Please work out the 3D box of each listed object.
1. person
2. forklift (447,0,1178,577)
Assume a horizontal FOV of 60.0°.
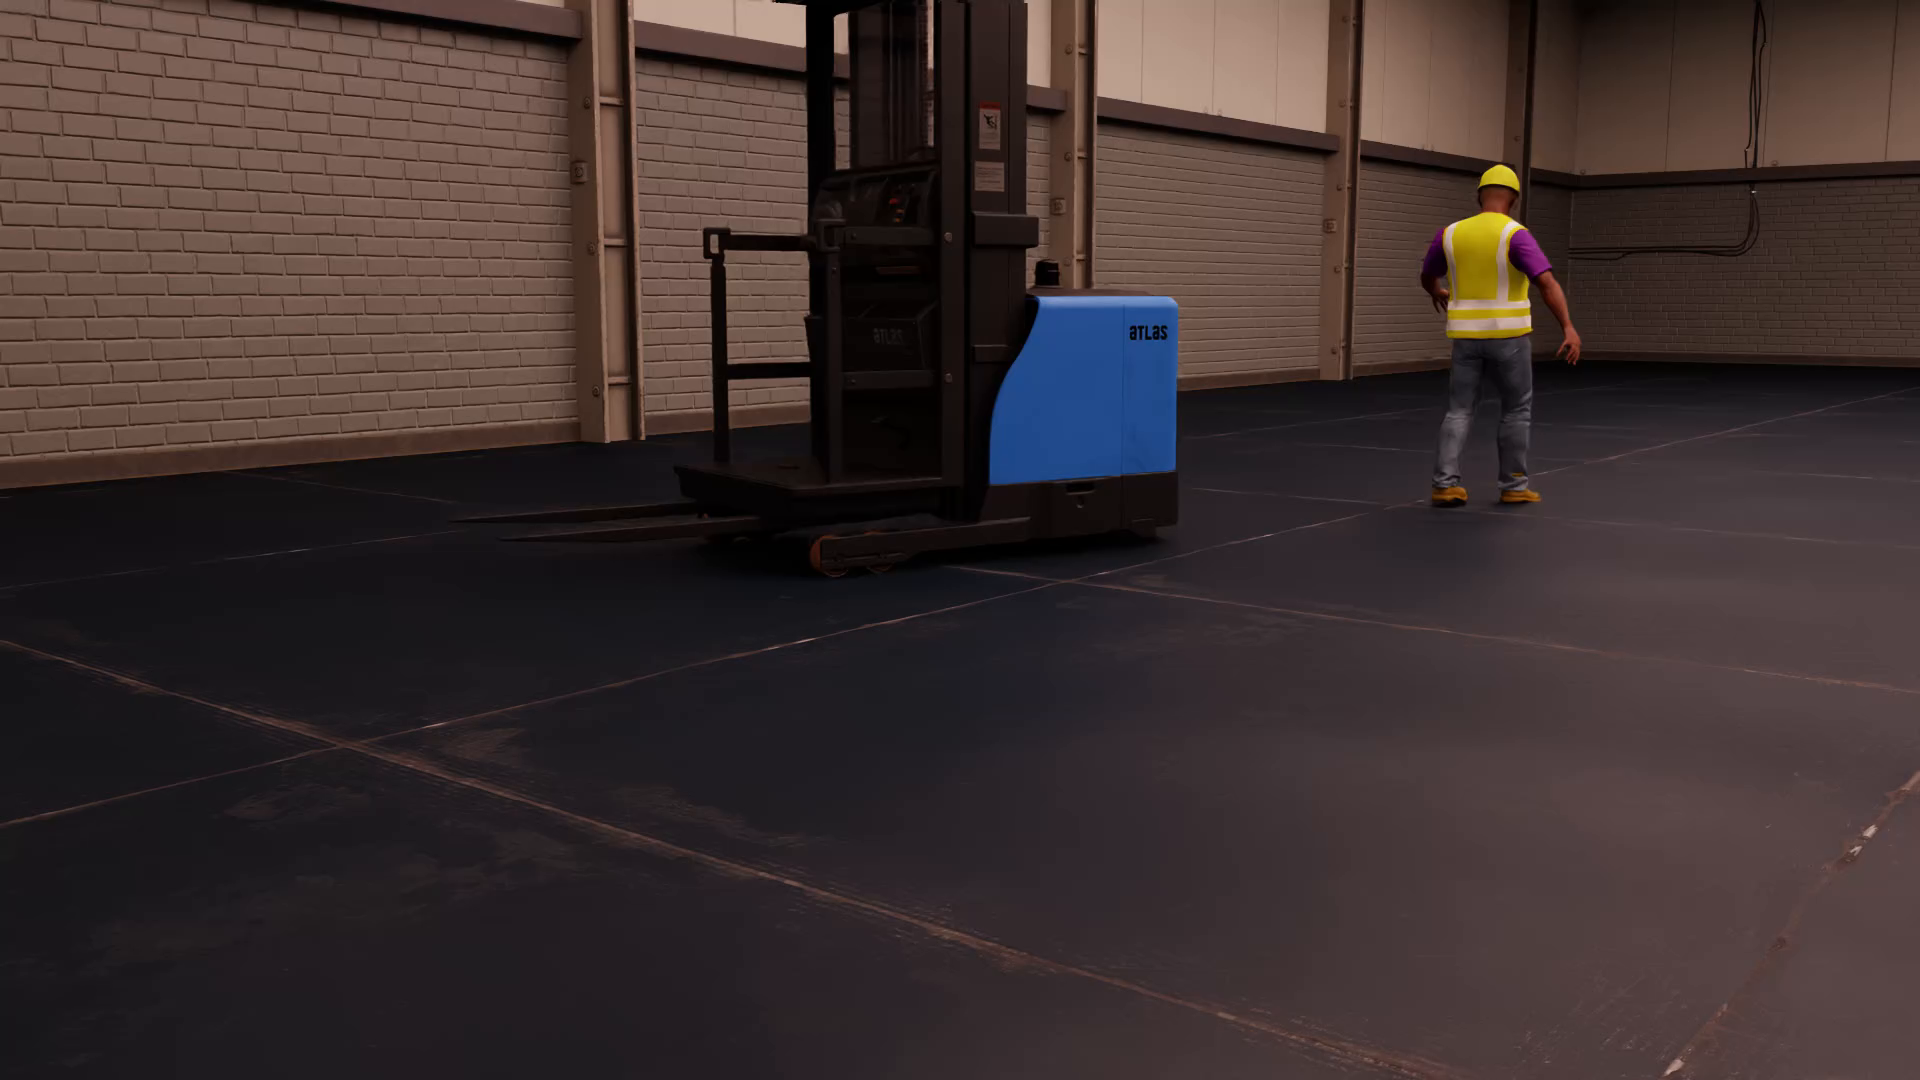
[{"bbox_3d":[2.782,-1.047,8.589,1.020,1.745,0.765,8,11,42],"label":"person"},{"bbox_3d":[-0.540,-1.392,6.796,3.031,2.935,1.130,-6,10,-33],"label":"forklift"}]
